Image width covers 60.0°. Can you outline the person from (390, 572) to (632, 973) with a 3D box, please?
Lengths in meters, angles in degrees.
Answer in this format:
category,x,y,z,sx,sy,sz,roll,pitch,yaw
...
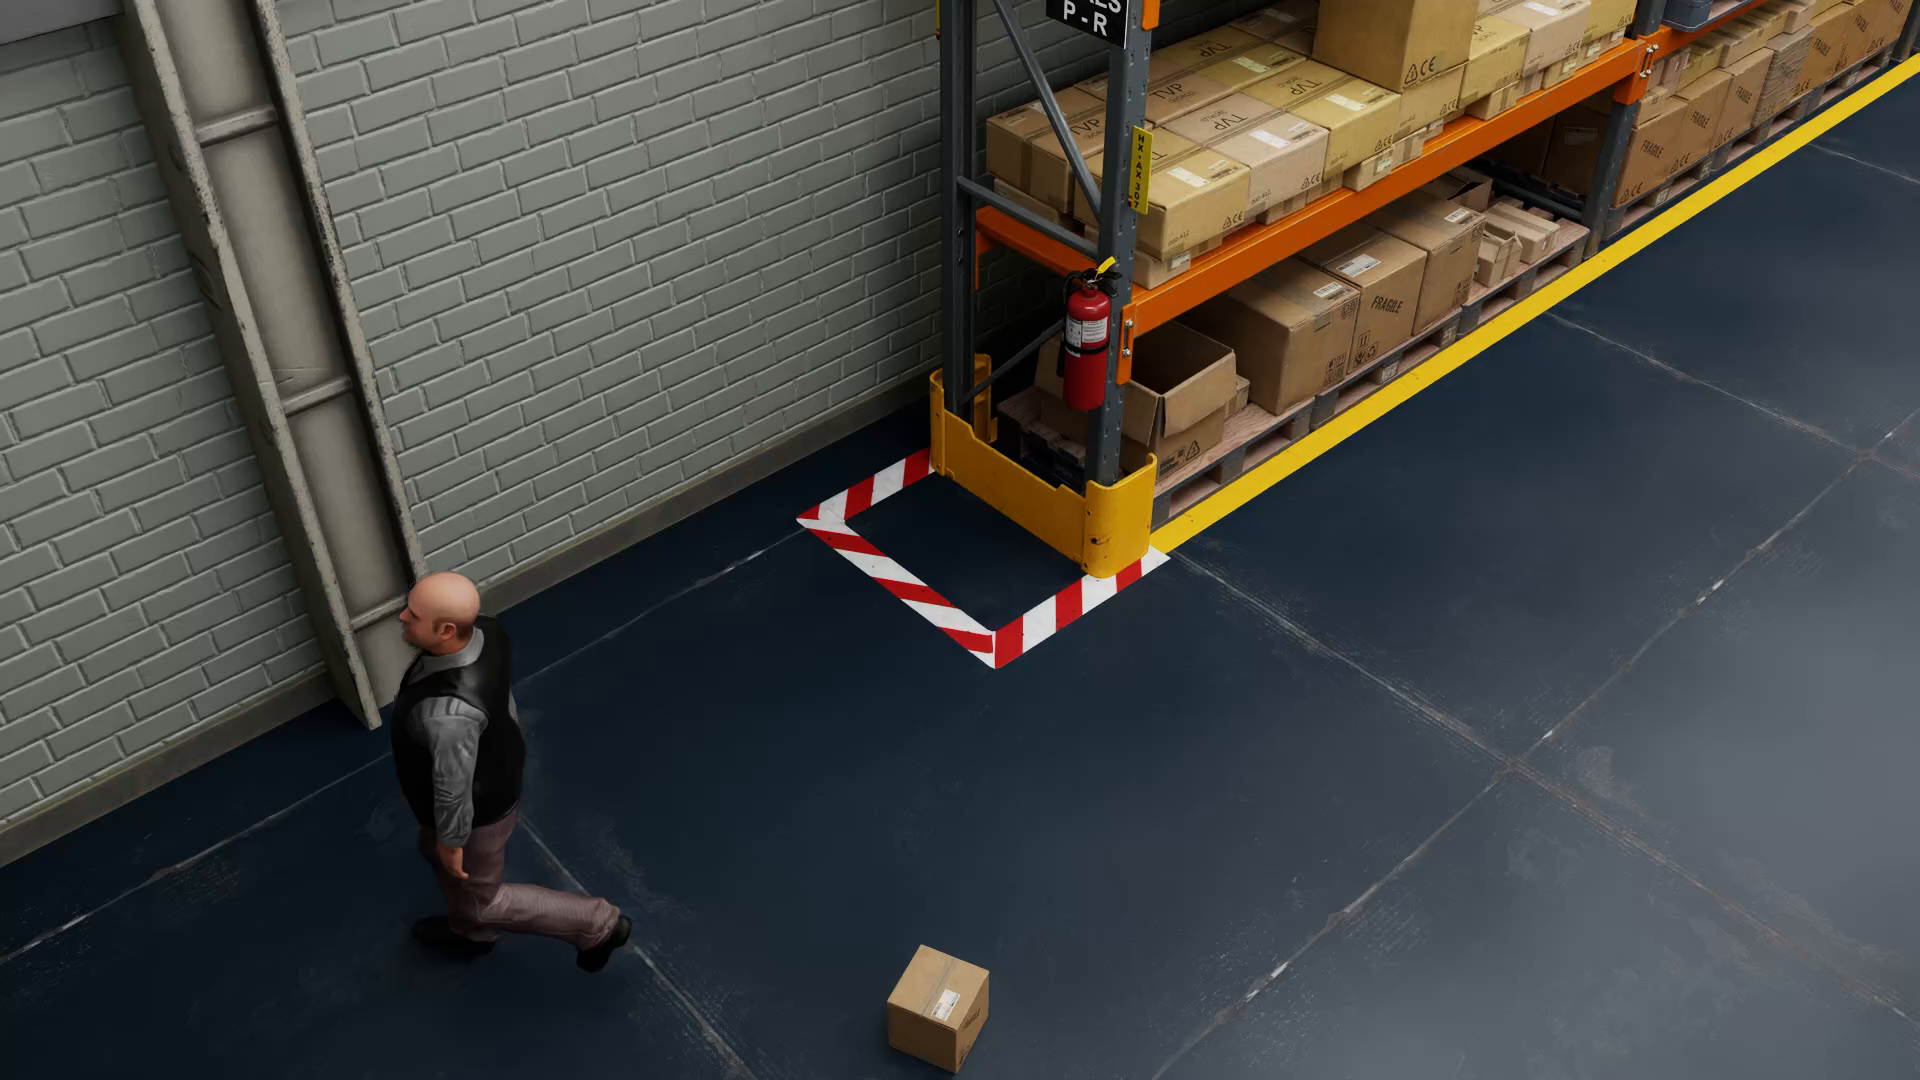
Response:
category,x,y,z,sx,sy,sz,roll,pitch,yaw
person,-1.498,0.785,5.217,0.808,1.690,0.549,-2,40,-3
